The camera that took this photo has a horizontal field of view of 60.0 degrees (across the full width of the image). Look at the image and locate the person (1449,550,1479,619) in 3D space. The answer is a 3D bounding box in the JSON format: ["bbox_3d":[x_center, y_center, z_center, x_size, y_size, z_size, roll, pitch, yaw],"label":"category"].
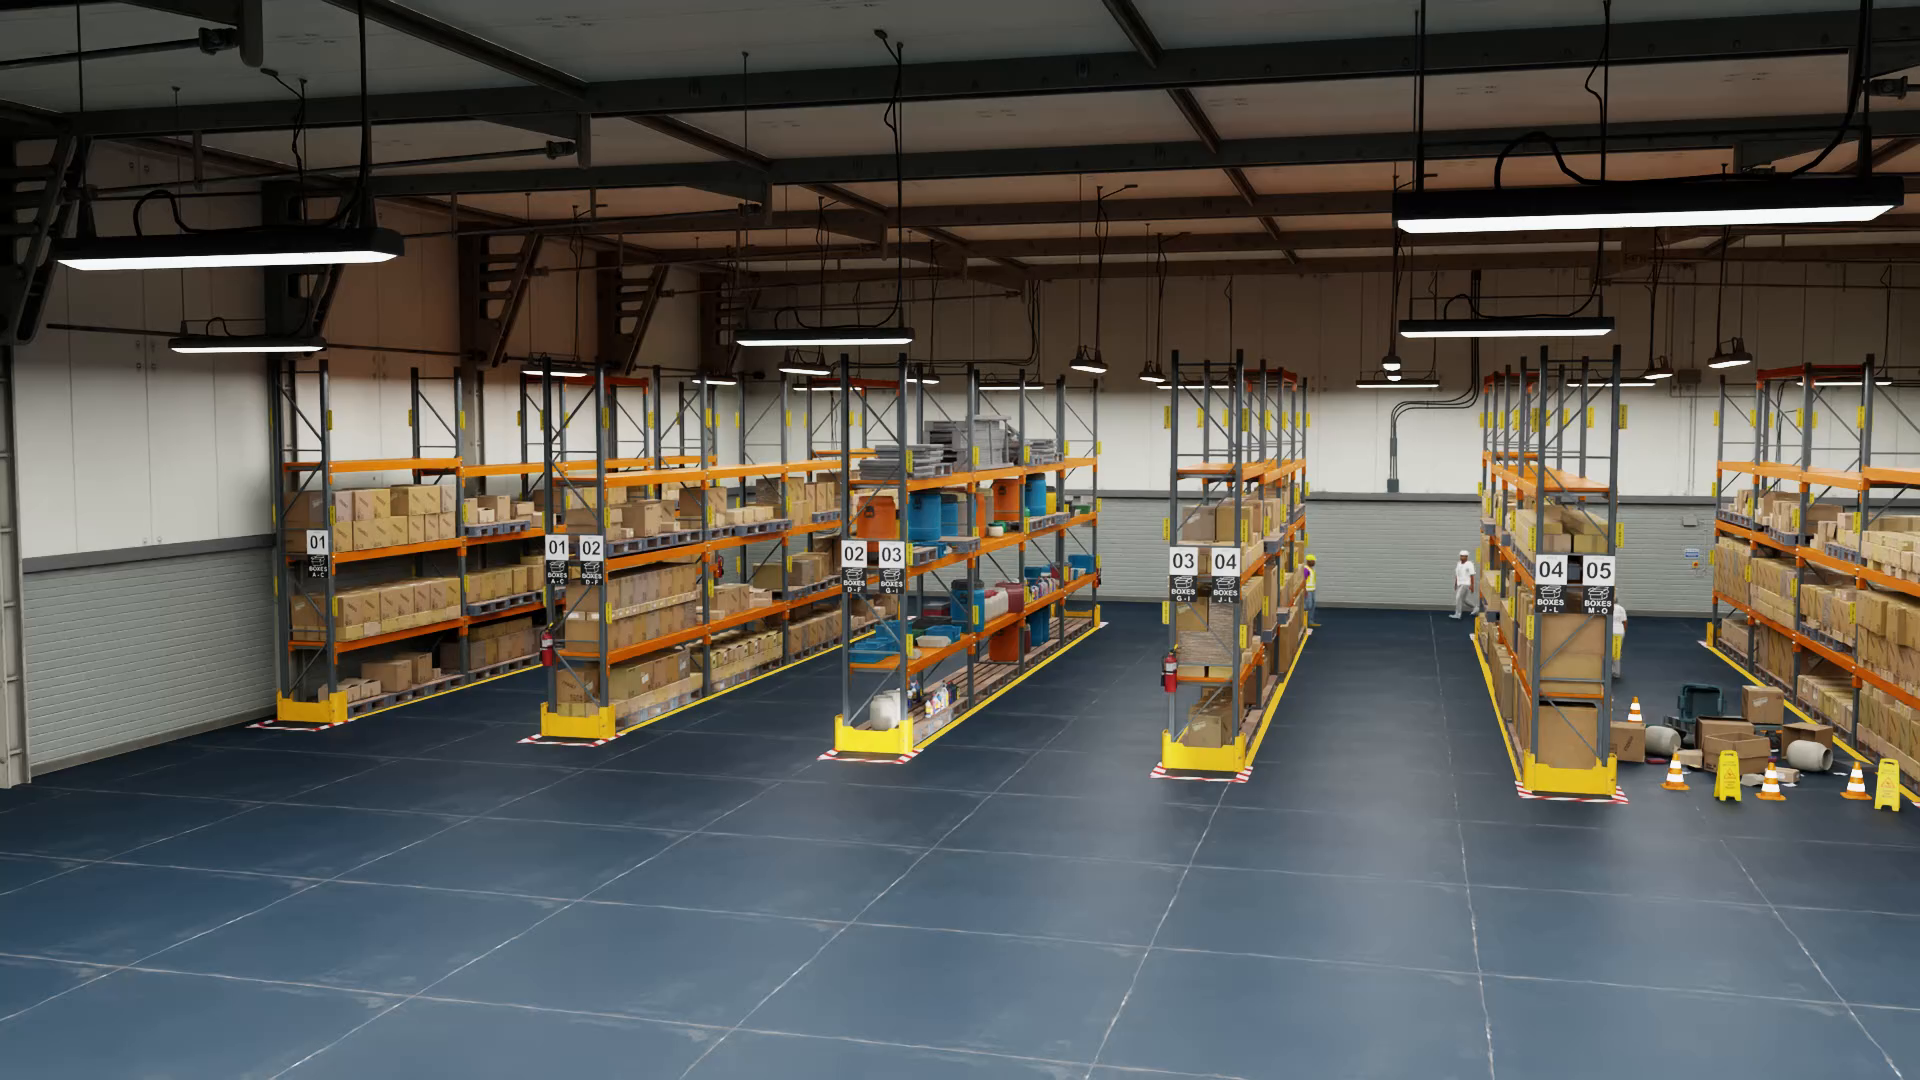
[{"bbox_3d":[12.750,1.114,41.954,0.942,1.737,0.557,-1,4,-14],"label":"person"}]

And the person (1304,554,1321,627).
[{"bbox_3d":[8.380,1.224,40.214,0.653,1.761,0.629,3,5,32],"label":"person"}]

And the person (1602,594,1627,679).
[{"bbox_3d":[12.707,1.870,32.343,0.541,1.652,0.642,0,4,-1],"label":"person"}]
